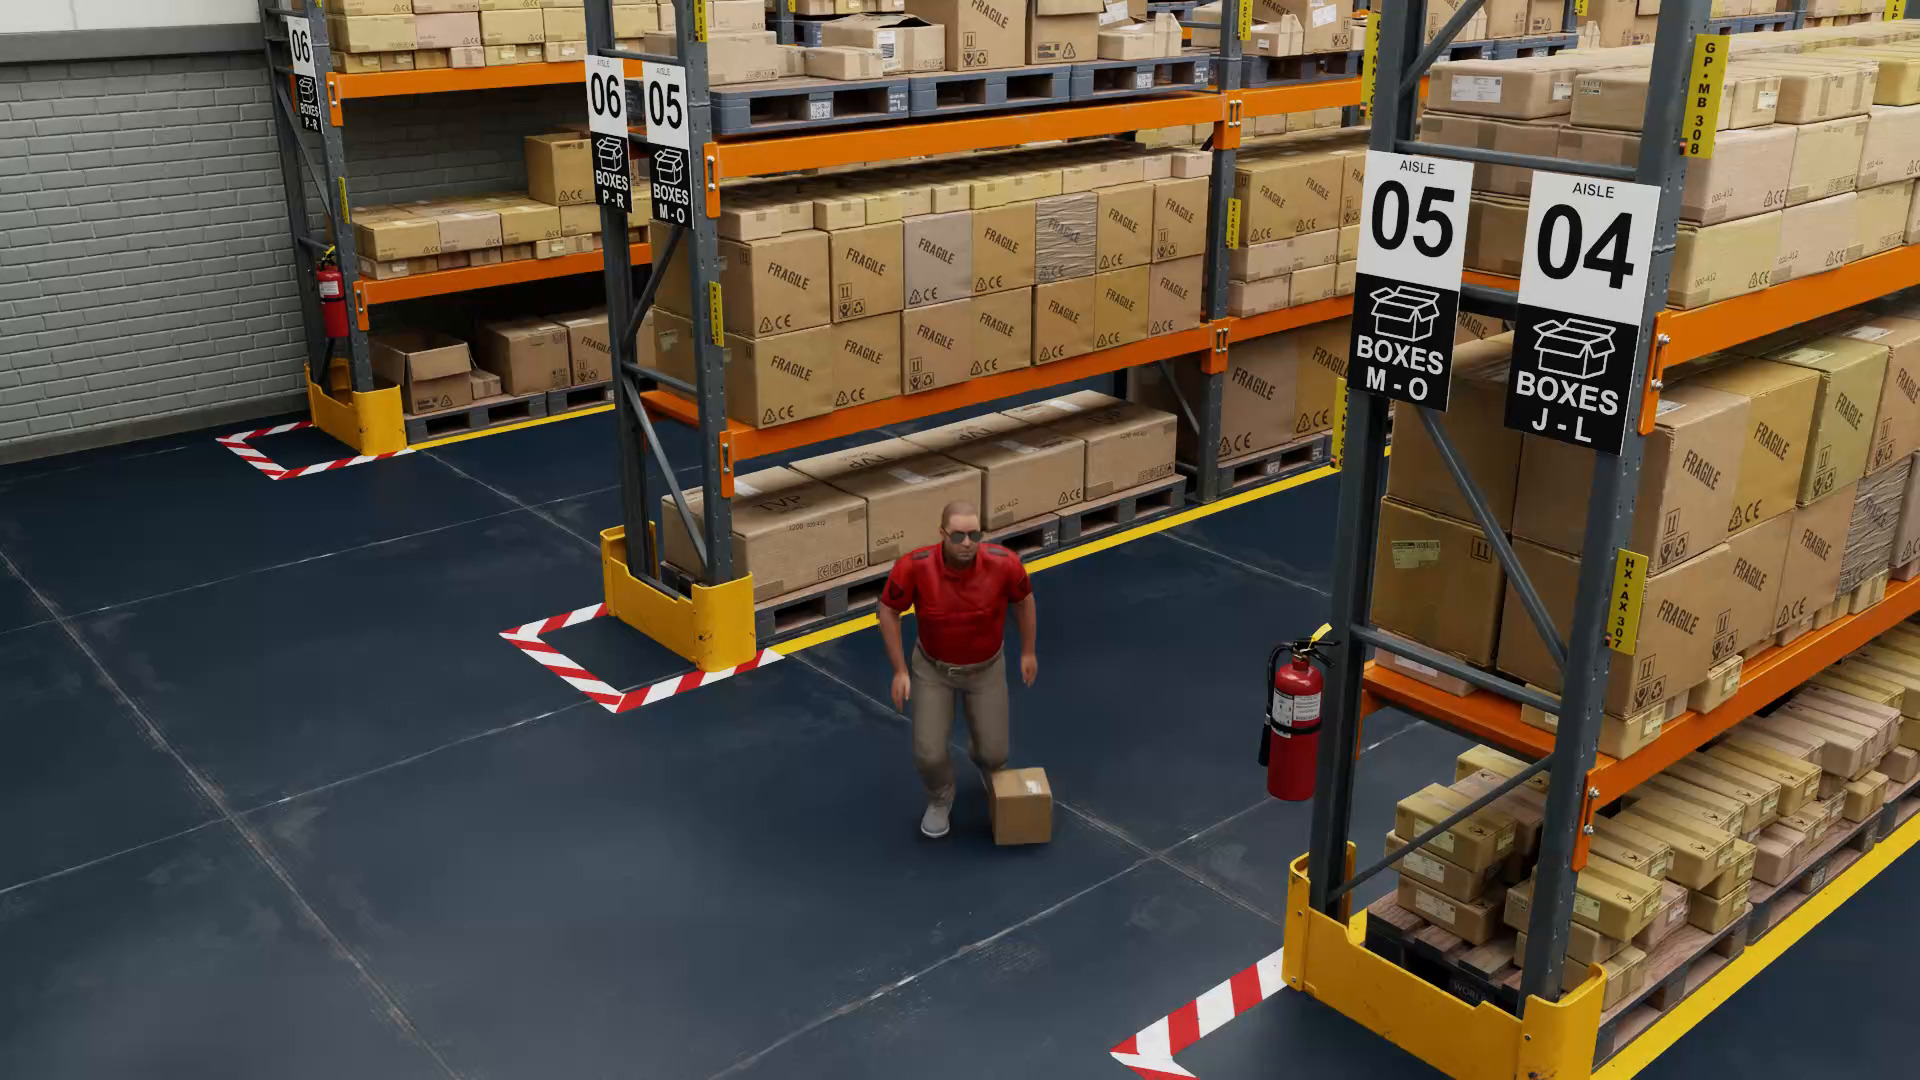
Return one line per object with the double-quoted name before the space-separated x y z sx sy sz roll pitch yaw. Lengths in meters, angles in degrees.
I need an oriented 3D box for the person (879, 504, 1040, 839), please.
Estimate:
"person" 0.006 0.543 7.319 0.698 1.637 0.704 0 21 1
